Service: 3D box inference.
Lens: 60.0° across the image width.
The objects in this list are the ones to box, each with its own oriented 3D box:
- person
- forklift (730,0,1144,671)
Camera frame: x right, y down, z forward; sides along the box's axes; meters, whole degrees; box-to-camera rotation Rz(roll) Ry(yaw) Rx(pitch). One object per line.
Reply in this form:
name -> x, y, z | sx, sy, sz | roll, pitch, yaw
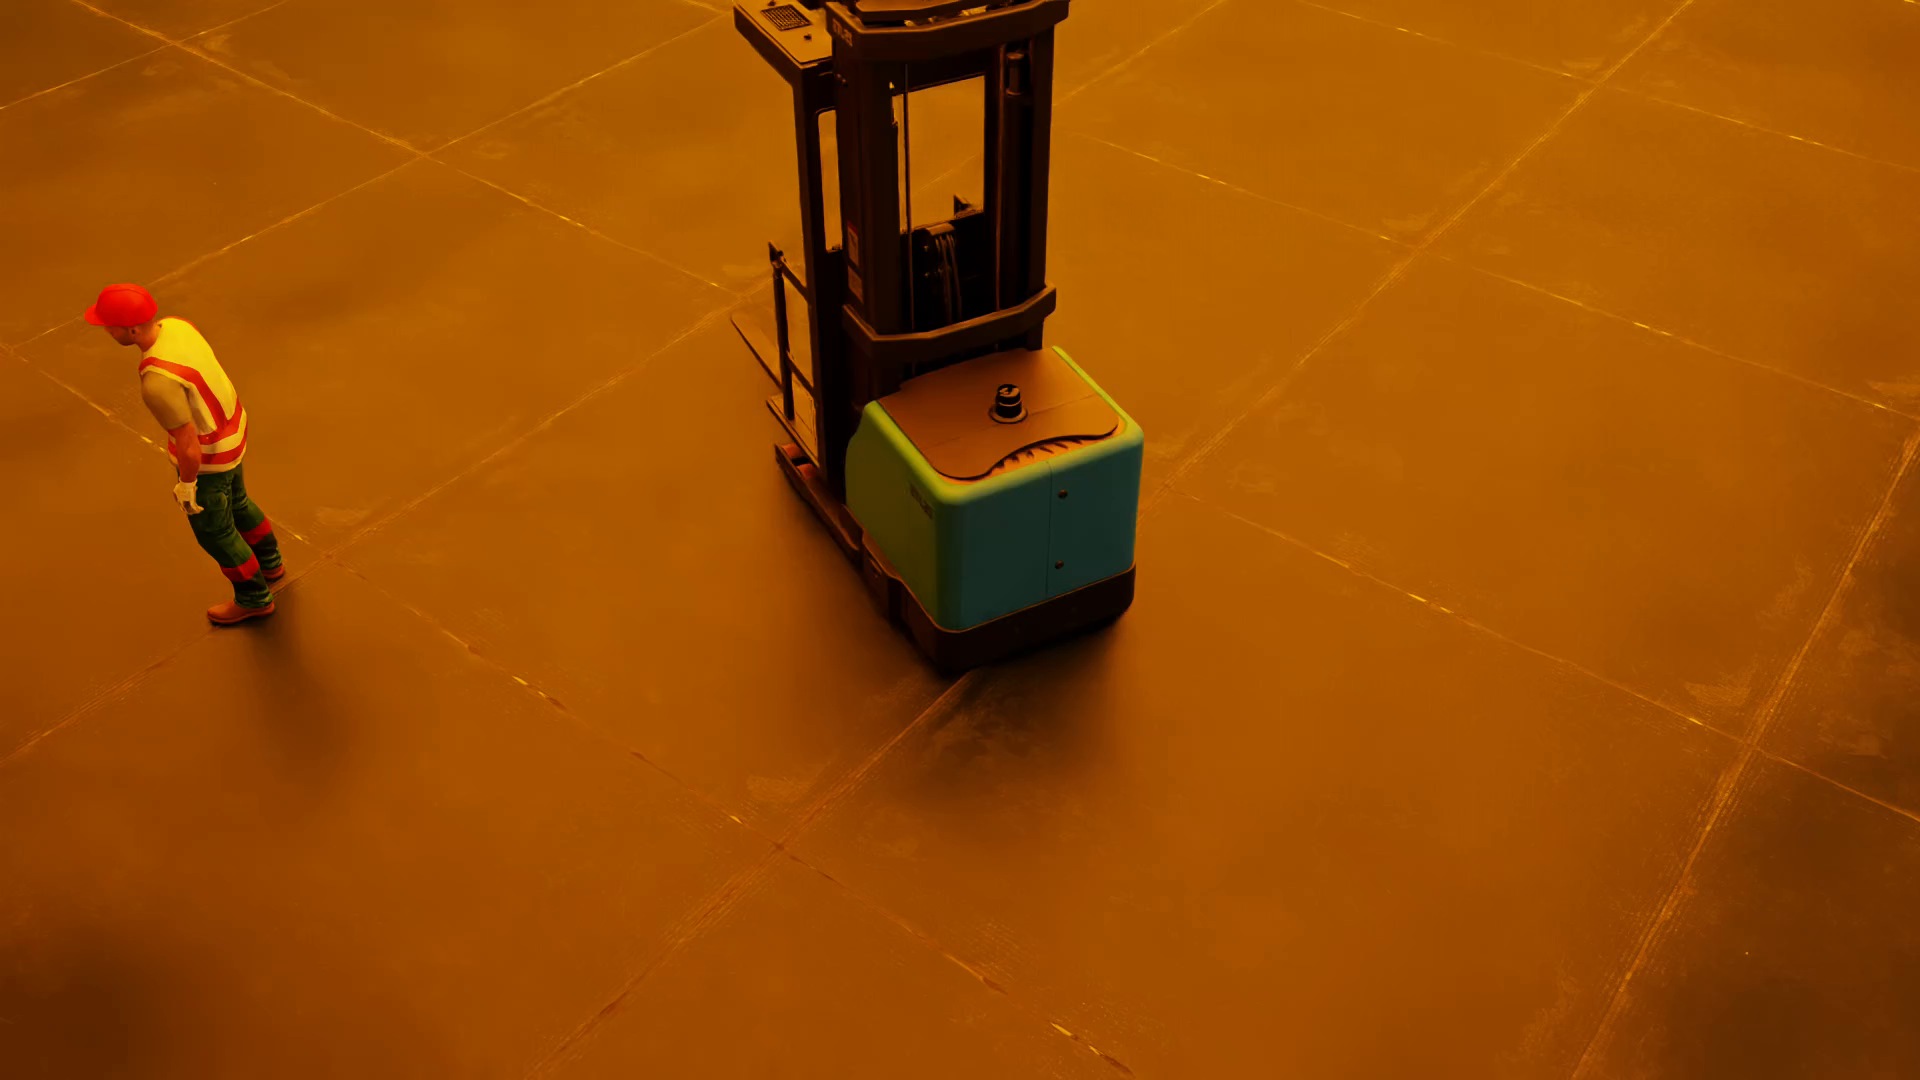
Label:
person -> -3.402, -0.393, 7.426 | 0.453, 1.778, 0.615 | -6, 41, -7
forklift -> -0.312, -1.471, 7.799 | 1.130, 2.935, 3.031 | -19, 44, -21
